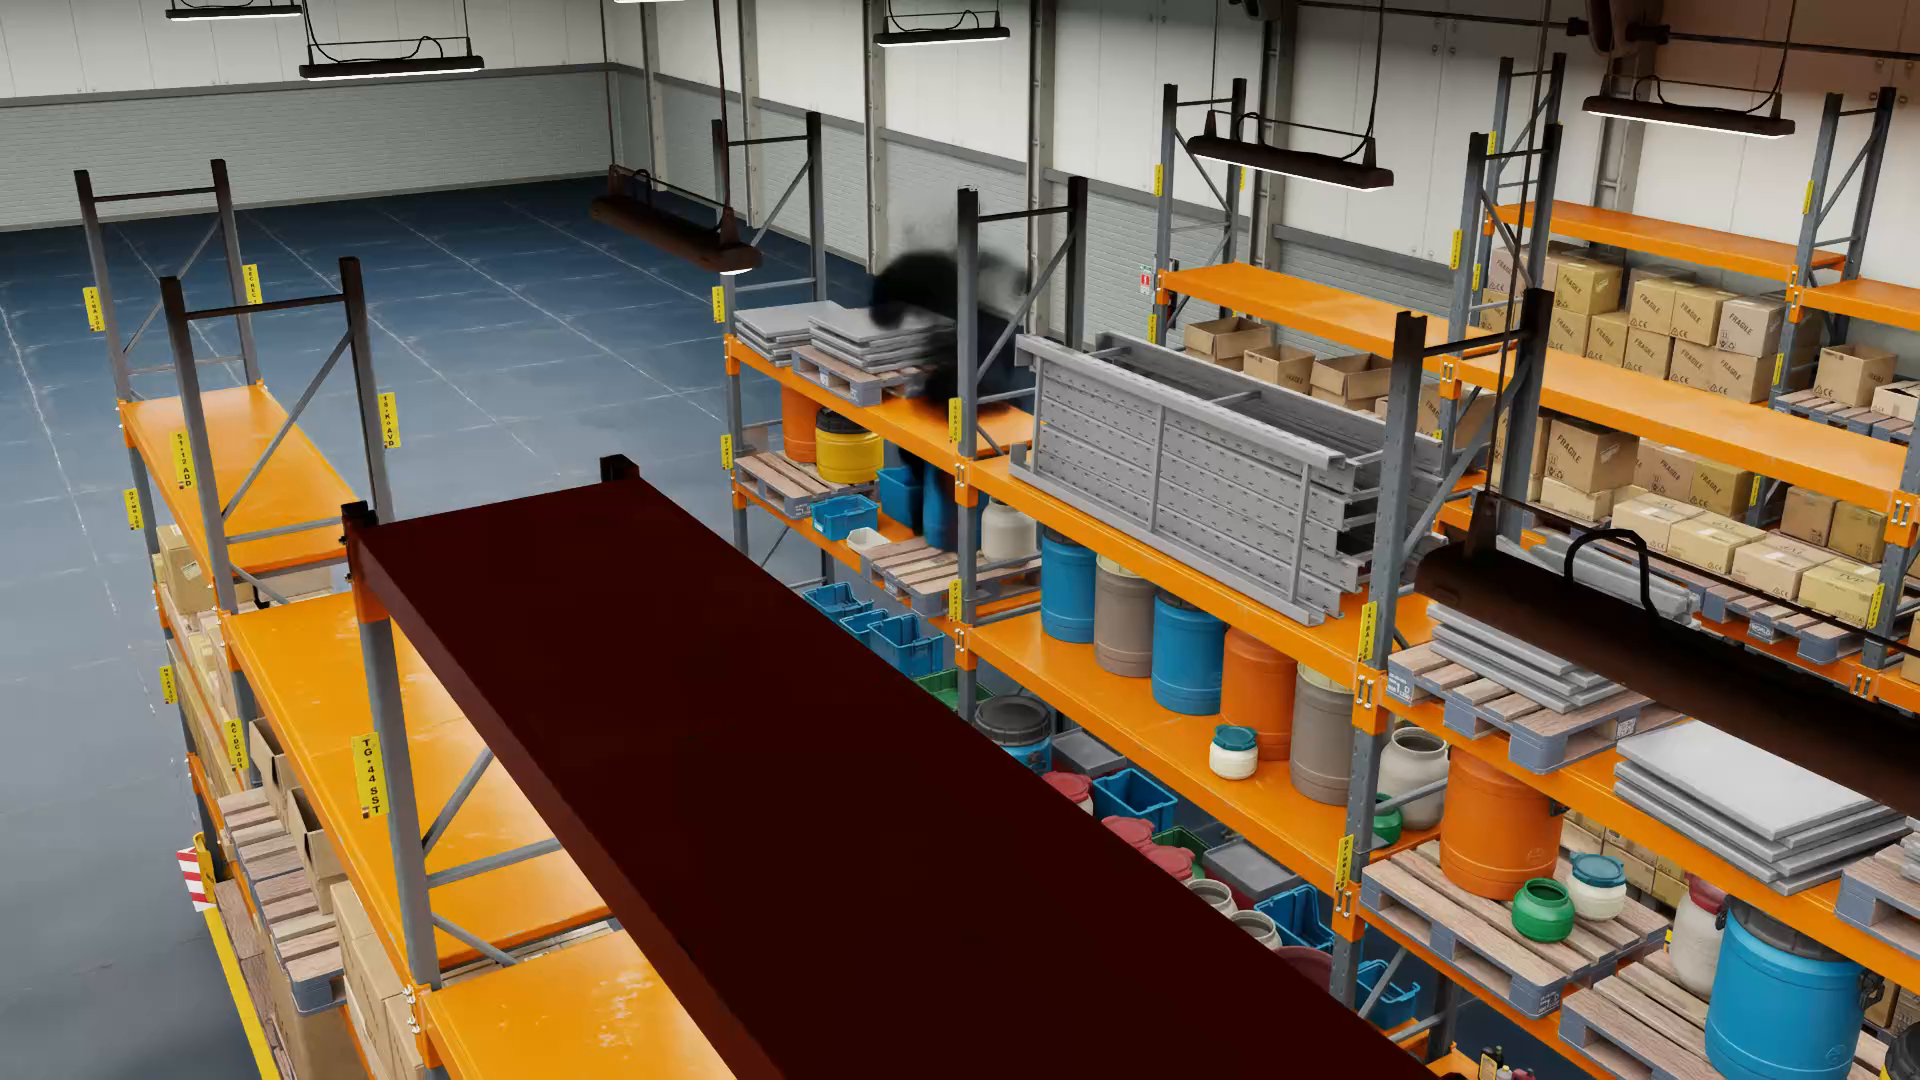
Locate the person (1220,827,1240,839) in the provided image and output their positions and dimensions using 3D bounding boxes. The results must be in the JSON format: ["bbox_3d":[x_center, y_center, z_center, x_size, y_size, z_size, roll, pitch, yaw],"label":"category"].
[{"bbox_3d":[2.353,1.840,13.809,0.614,1.849,0.755,-14,26,-32],"label":"person"}]
